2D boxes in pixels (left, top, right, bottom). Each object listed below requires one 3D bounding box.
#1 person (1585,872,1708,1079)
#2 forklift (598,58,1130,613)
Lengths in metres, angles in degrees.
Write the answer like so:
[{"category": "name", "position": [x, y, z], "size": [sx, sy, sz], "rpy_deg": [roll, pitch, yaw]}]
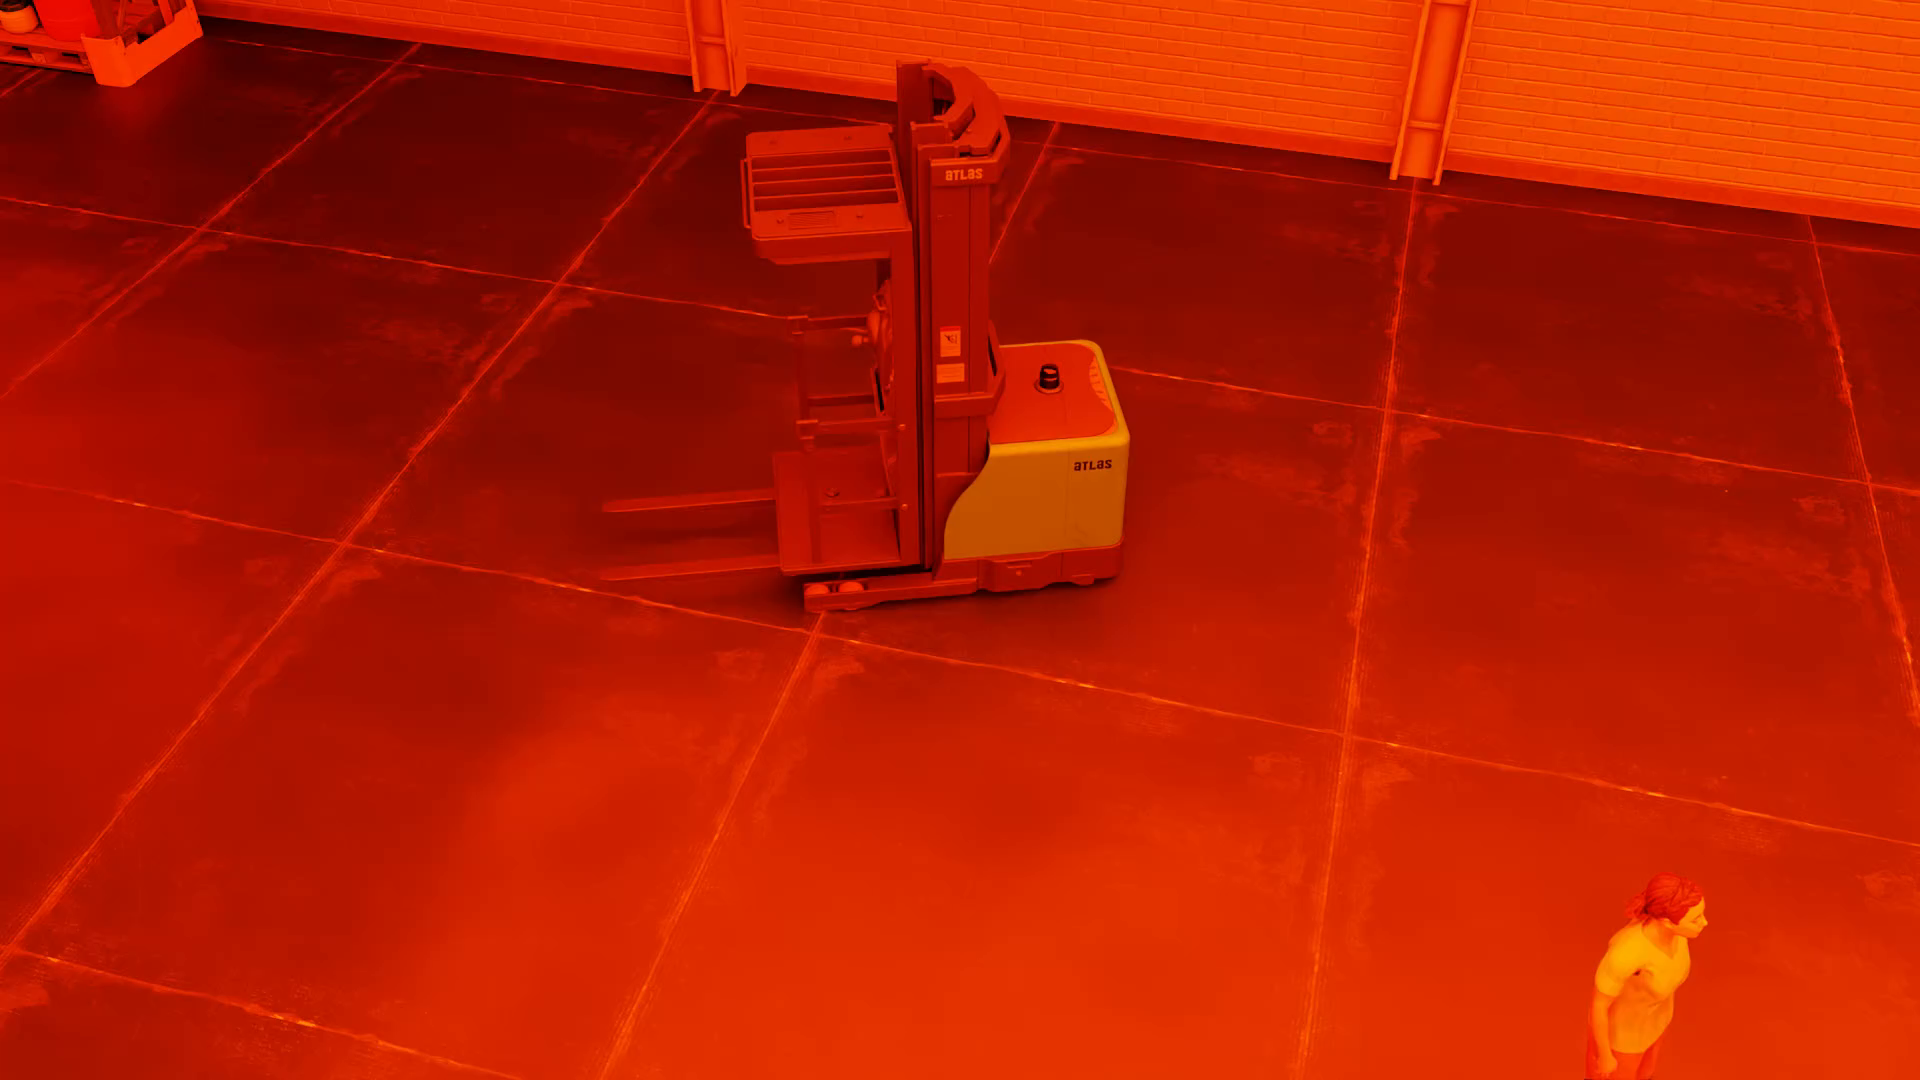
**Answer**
[{"category": "person", "position": [2.690, 1.947, 6.603], "size": [0.538, 1.687, 0.482], "rpy_deg": [-32, 50, -31]}, {"category": "forklift", "position": [-0.604, -1.052, 9.062], "size": [3.031, 2.935, 1.130], "rpy_deg": [-5, 41, -5]}]
